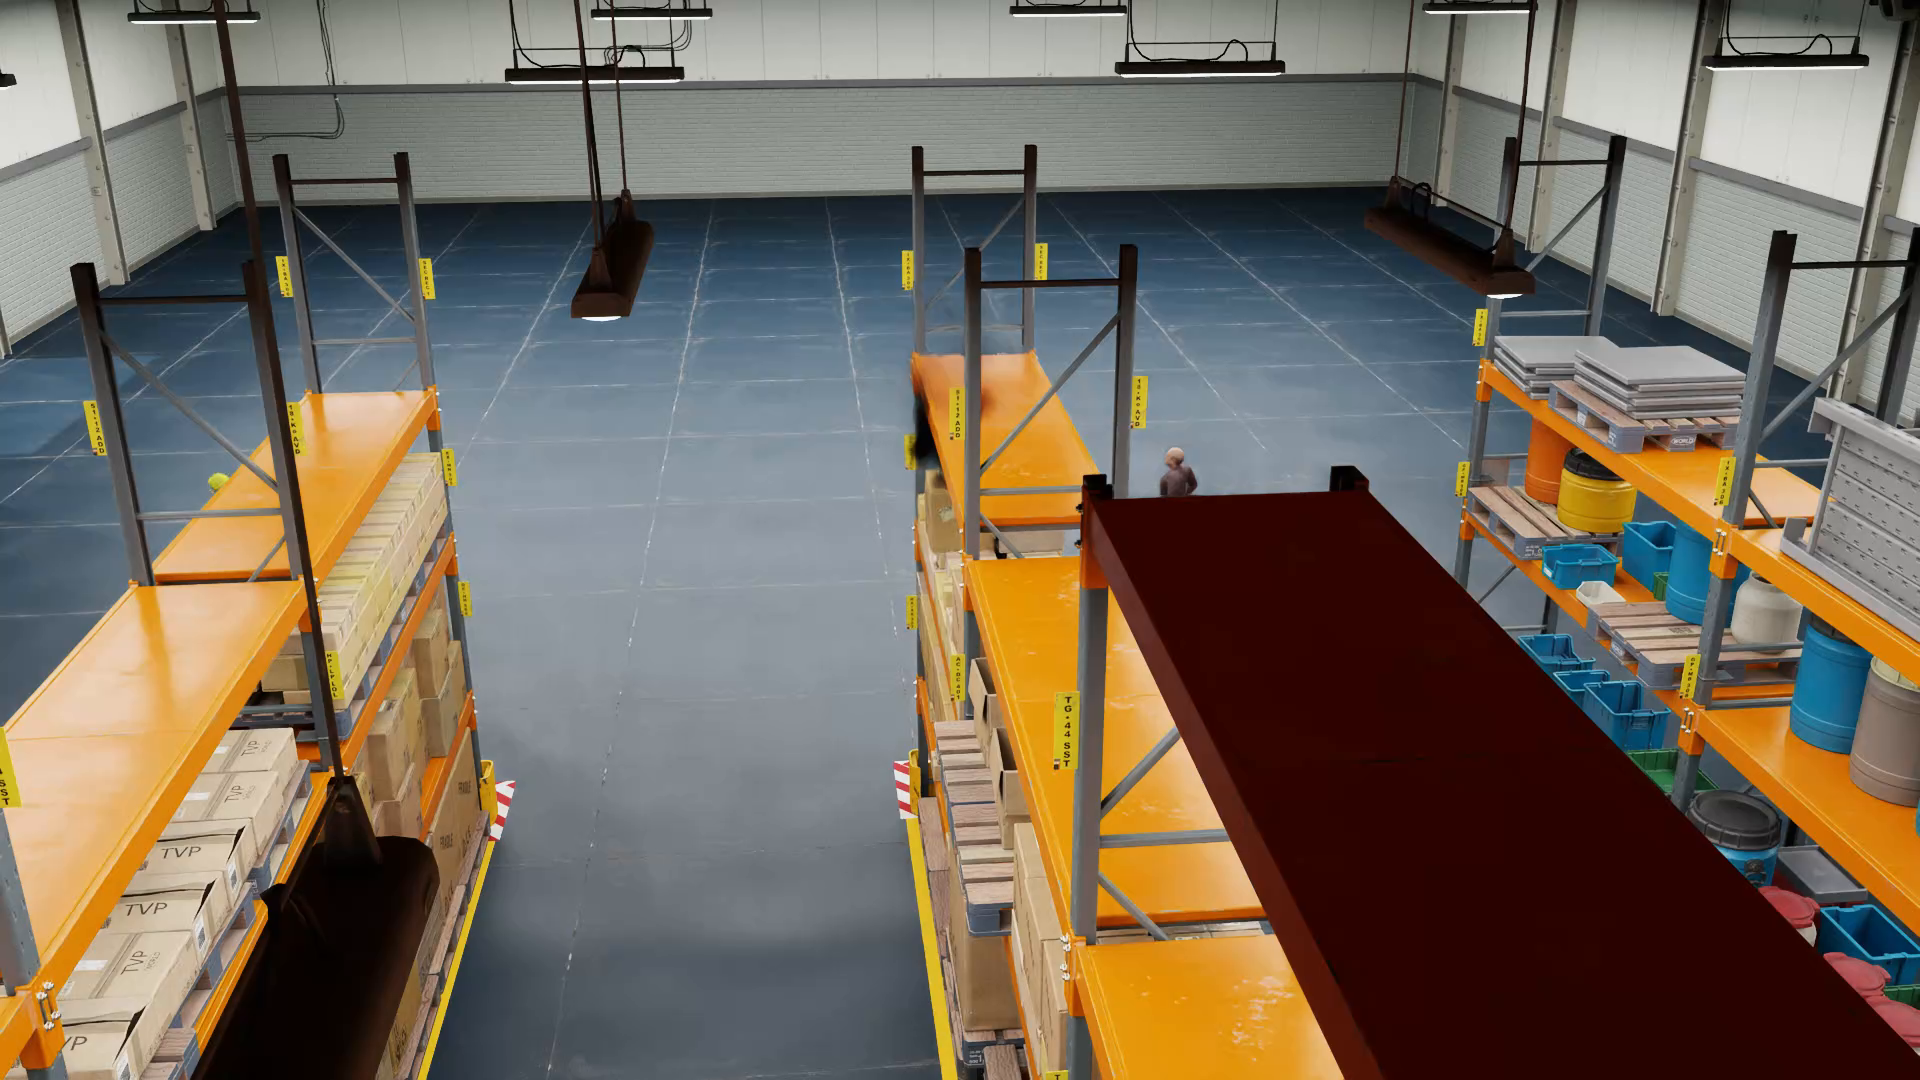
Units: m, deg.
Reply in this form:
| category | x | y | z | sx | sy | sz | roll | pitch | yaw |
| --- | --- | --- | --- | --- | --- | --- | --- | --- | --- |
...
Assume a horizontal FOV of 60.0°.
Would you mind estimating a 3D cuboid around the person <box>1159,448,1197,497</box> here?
| category | x | y | z | sx | sy | sz | roll | pitch | yaw |
| --- | --- | --- | --- | --- | --- | --- | --- | --- | --- |
| person | 2.600 | -0.258 | 19.932 | 0.808 | 1.766 | 0.726 | 9 | 23 | 21 |

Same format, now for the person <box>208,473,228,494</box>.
| category | x | y | z | sx | sy | sz | roll | pitch | yaw |
| --- | --- | --- | --- | --- | --- | --- | --- | --- | --- |
| person | -8.407 | 0.042 | 19.162 | 0.660 | 1.746 | 0.675 | 14 | 25 | 31 |
